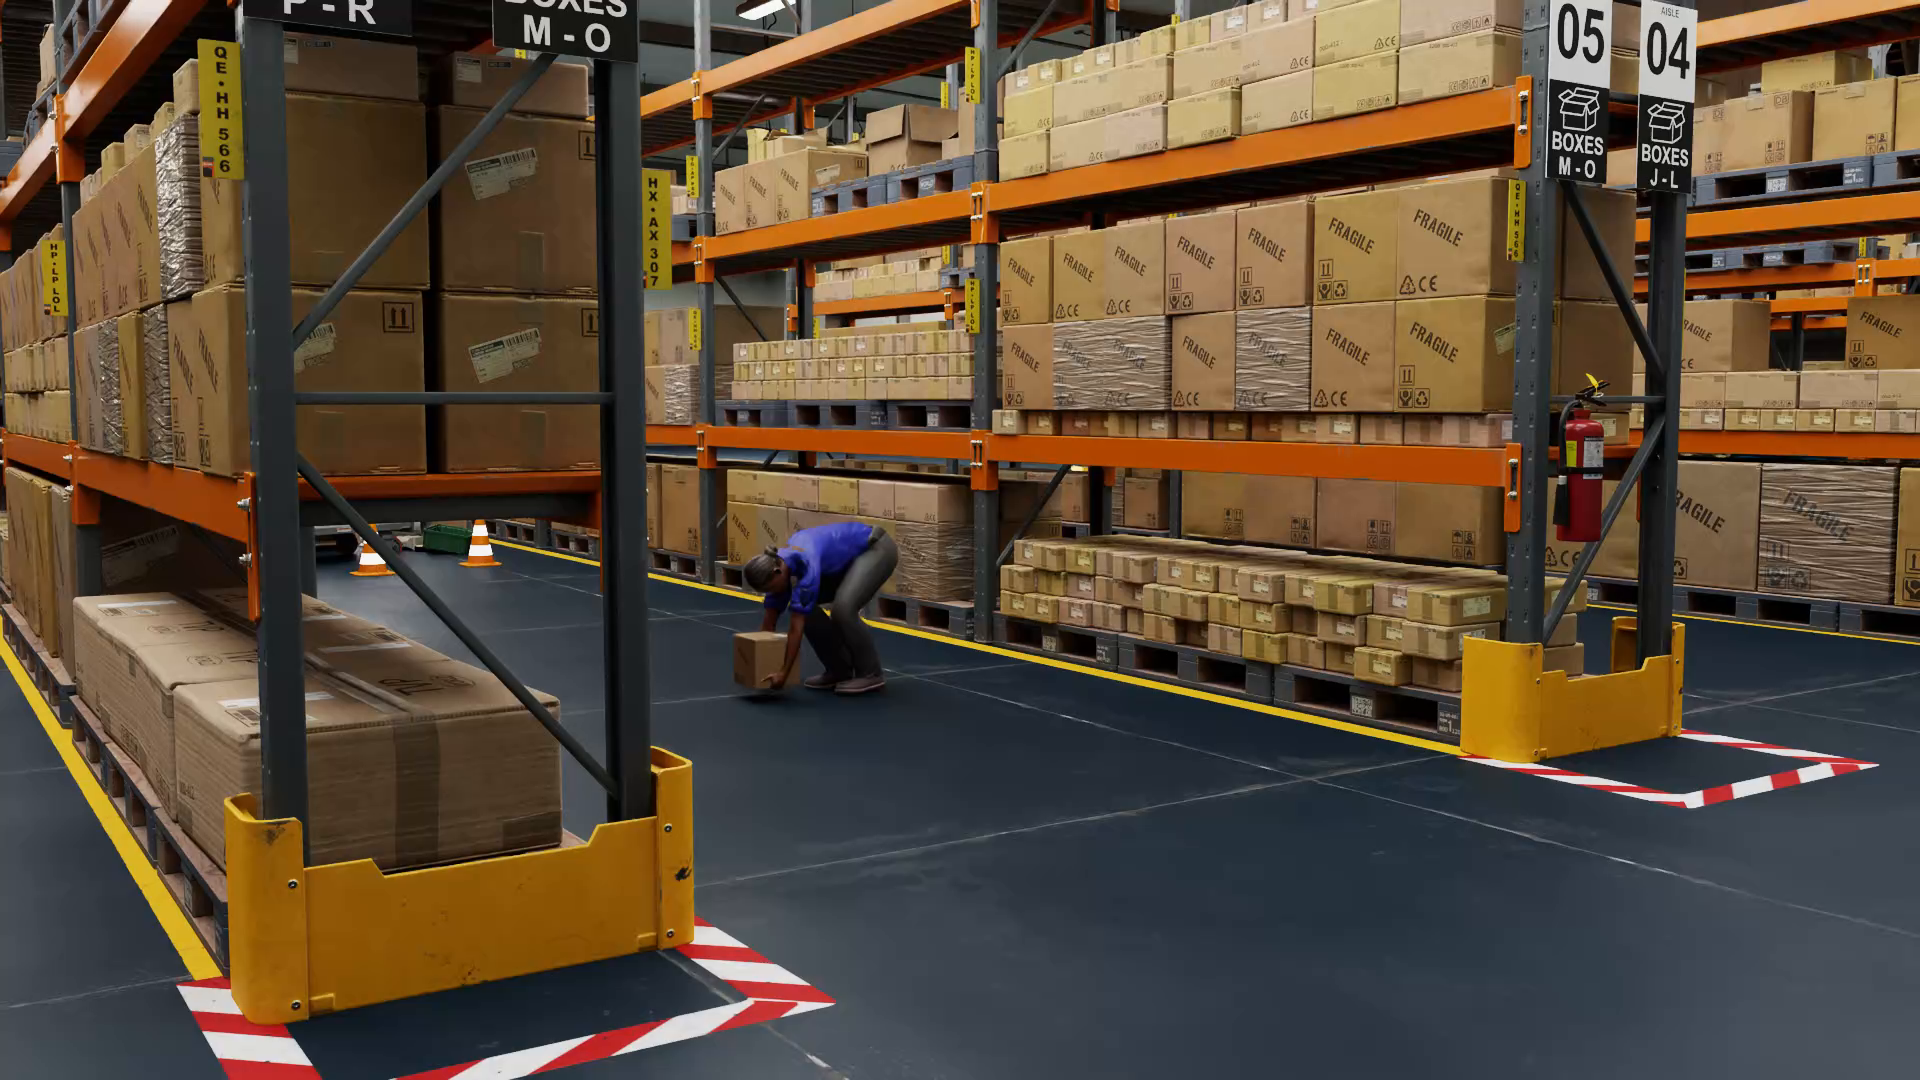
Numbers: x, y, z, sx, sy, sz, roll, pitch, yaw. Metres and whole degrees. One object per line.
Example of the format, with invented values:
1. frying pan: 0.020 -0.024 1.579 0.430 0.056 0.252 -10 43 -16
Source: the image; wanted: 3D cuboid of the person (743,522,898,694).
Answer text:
1. person: -0.718 0.354 8.571 0.865 0.878 0.456 -4 6 -37
